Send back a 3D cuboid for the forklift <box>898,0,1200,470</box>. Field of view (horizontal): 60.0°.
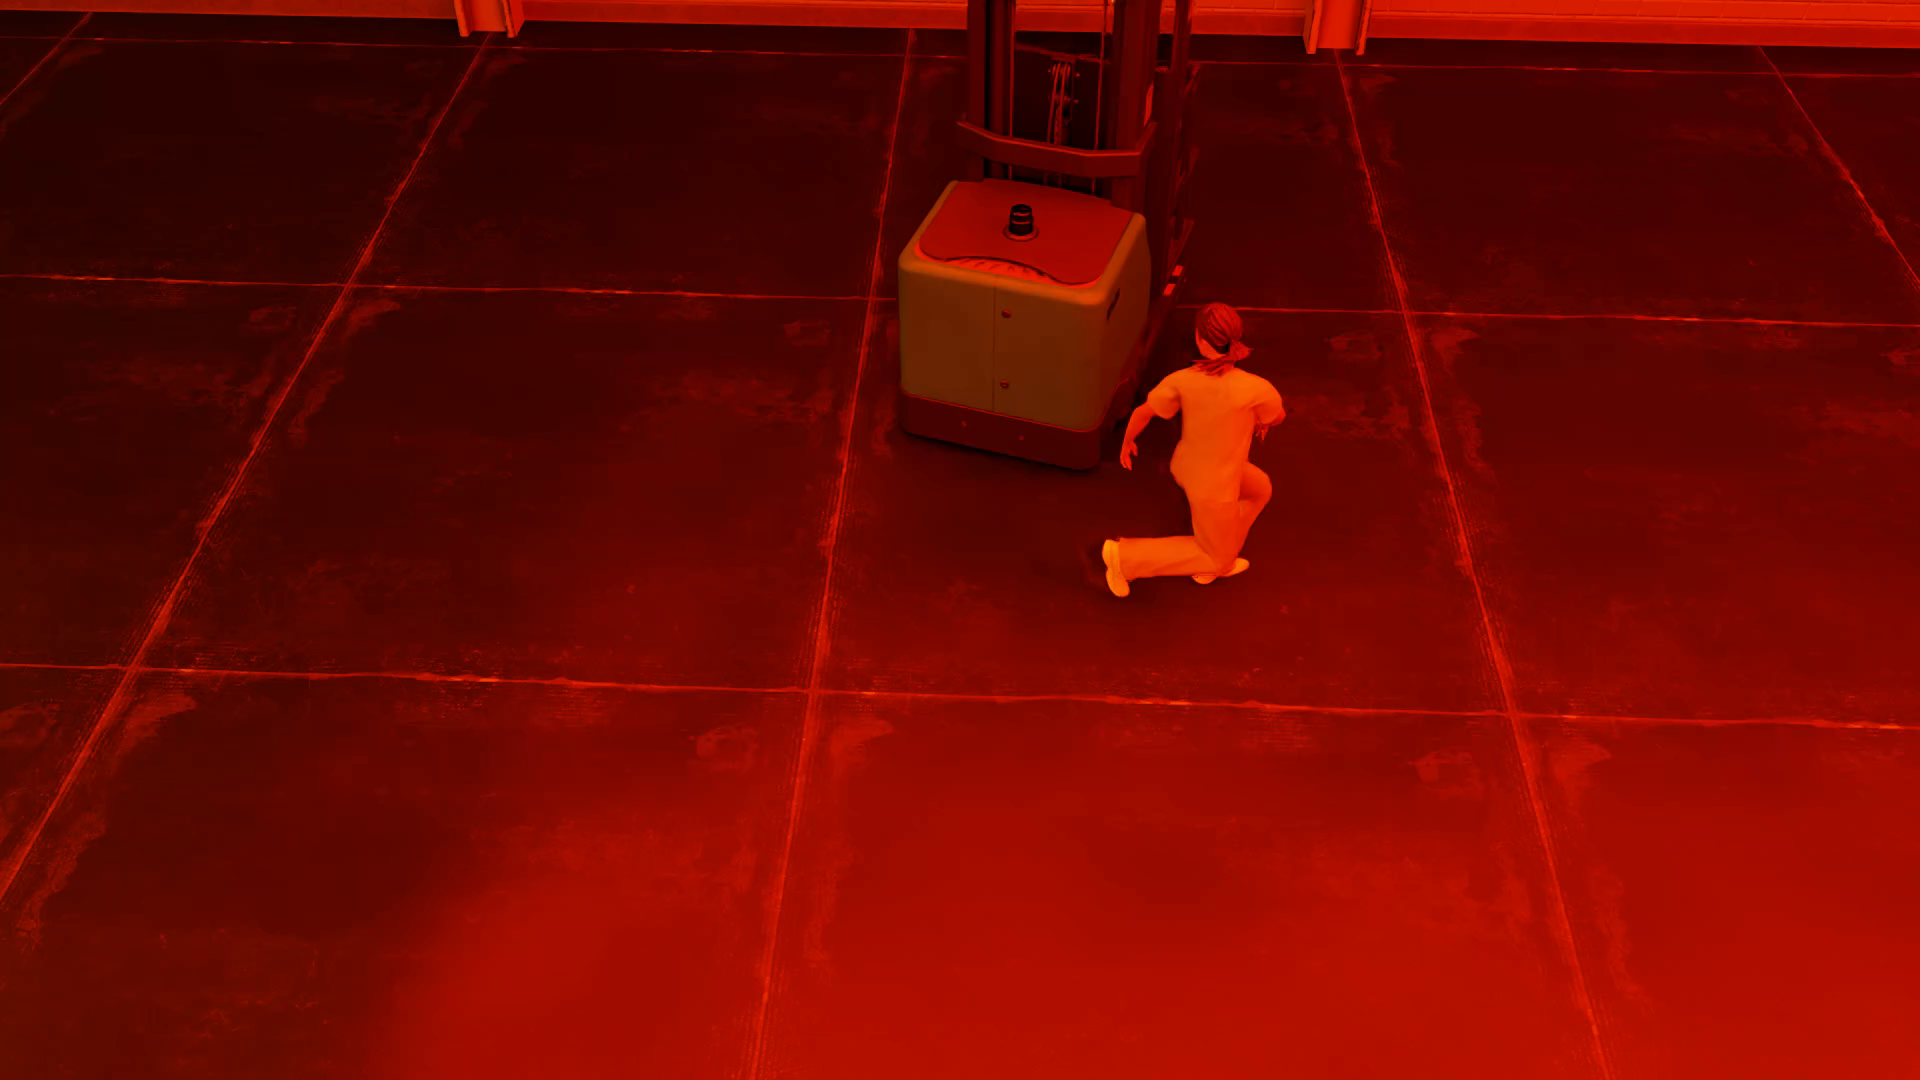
[{"bbox_3d":[0.655,-2.436,8.411,1.130,2.935,3.031,13,44,14],"label":"forklift"}]

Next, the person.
[{"bbox_3d":[1.022,-0.360,7.272,0.838,1.456,0.562,-20,46,-21],"label":"person"}]
